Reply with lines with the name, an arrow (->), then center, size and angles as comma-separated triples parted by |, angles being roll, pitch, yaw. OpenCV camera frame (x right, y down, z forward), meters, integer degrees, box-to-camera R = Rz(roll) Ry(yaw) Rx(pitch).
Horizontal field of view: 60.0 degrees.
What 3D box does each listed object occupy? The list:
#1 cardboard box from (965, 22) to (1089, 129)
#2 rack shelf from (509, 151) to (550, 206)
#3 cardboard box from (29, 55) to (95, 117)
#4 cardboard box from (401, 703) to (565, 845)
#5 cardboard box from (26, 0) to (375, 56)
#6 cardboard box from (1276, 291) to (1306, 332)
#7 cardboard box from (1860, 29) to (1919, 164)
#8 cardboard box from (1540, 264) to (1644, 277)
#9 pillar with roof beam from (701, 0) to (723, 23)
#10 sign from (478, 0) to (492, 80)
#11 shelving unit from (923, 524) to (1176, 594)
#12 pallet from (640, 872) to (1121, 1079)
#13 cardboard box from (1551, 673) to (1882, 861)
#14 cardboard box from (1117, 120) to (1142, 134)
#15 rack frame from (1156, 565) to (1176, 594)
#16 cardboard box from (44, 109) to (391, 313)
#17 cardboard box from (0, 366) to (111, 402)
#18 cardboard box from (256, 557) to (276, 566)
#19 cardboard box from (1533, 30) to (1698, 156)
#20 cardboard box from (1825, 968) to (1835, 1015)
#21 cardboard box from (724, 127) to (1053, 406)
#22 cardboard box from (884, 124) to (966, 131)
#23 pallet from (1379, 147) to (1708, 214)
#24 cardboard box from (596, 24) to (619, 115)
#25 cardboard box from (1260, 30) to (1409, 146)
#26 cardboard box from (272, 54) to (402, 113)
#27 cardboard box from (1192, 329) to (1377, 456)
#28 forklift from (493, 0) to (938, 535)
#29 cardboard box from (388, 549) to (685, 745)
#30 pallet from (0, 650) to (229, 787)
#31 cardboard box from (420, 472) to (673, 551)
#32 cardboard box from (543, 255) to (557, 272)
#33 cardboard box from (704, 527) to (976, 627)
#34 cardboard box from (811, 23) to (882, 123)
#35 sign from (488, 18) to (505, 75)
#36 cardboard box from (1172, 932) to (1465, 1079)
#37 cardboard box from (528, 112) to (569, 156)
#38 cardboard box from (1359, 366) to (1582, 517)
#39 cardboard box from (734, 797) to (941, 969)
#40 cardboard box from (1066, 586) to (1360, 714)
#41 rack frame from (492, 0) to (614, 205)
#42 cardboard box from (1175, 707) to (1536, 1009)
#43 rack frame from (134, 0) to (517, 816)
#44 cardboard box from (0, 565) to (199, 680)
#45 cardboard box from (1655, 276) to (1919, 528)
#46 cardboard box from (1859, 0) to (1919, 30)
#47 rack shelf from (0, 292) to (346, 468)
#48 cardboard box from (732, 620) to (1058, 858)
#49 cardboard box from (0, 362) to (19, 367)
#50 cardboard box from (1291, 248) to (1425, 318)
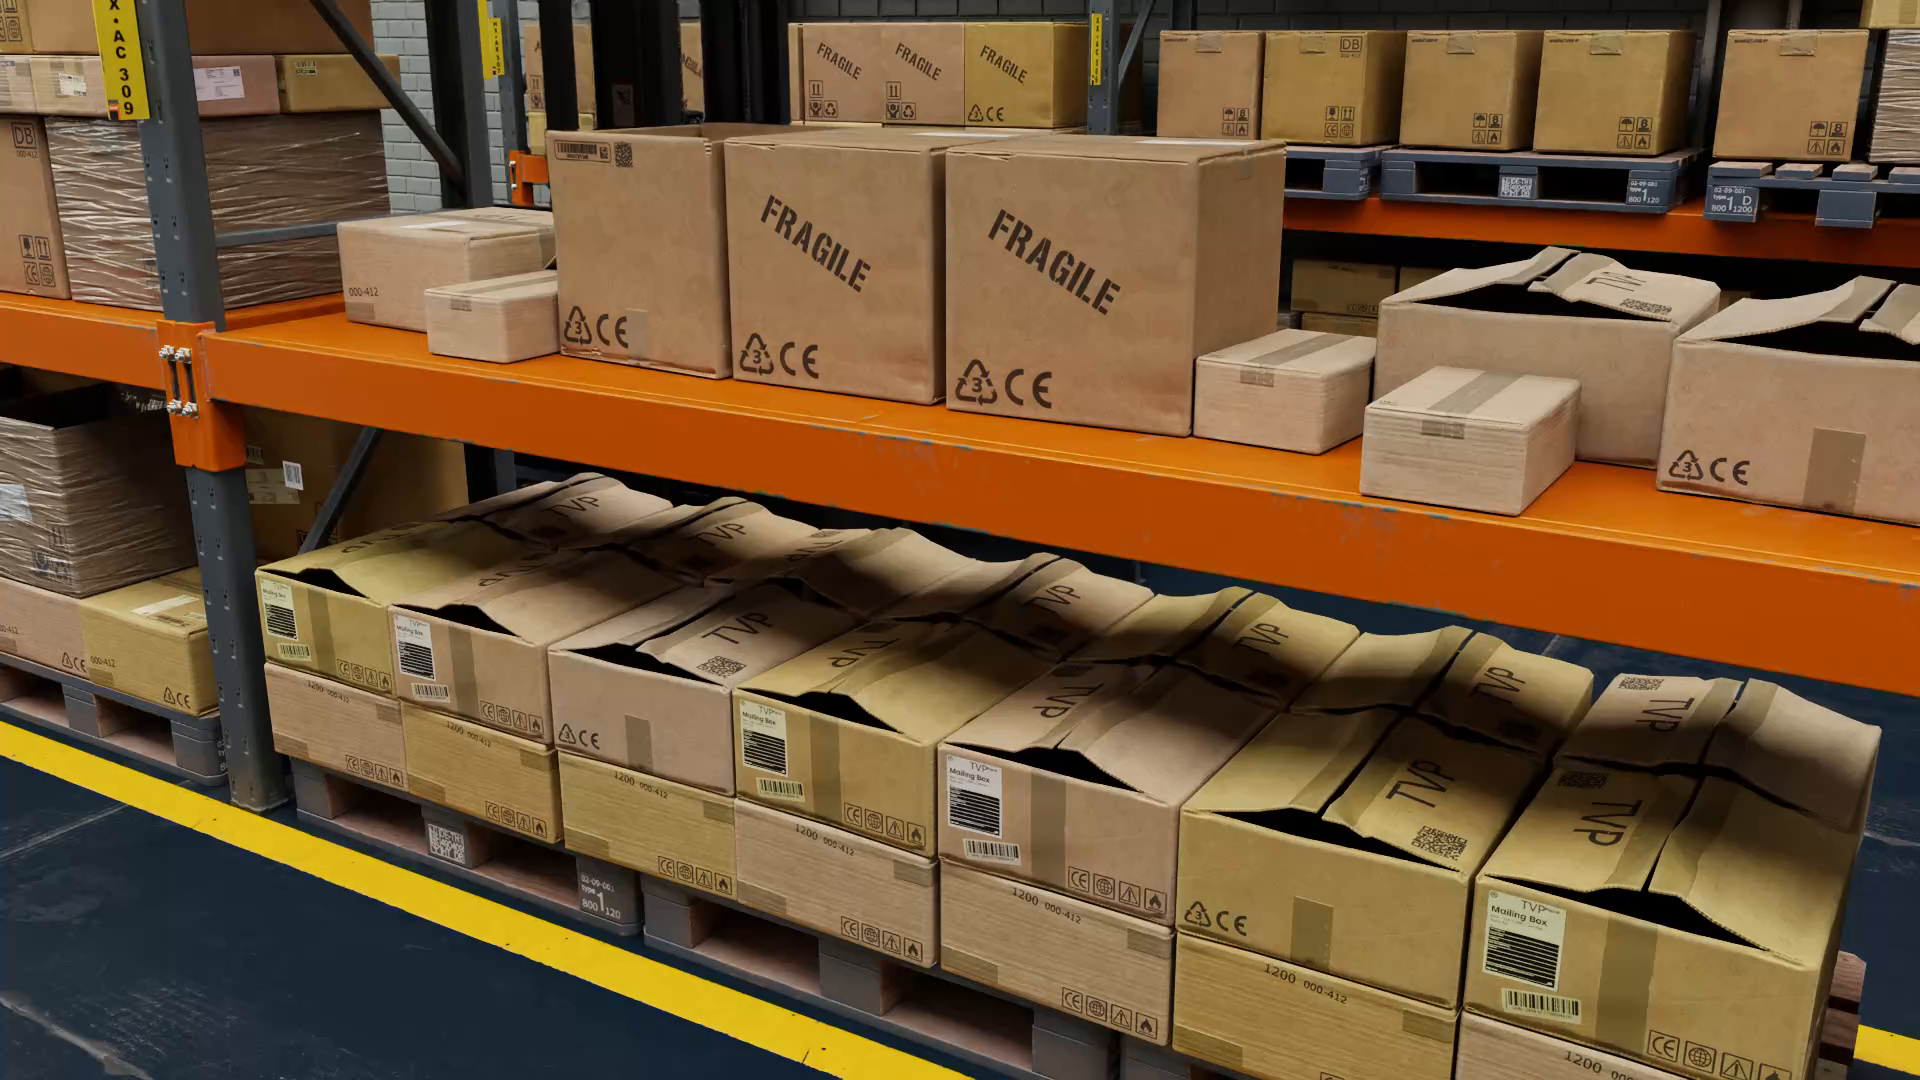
cardboard box -> 0.363, -2.348, 8.385 | 0.500, 0.500, 0.500 | 10, 20, 30
rack shelf -> -0.776, -2.016, 9.596 | 4.000, 0.370, 1.077 | 10, 20, 30
cardboard box -> -2.215, -1.214, 4.428 | 0.250, 0.149, 0.380 | 10, 19, 29
cardboard box -> -1.012, 0.486, 4.127 | 0.500, 0.250, 0.500 | 11, 20, 31
cardboard box -> -2.043, -1.564, 4.464 | 0.500, 0.500, 0.700 | 10, 20, 30
cardboard box -> 1.564, -0.963, 8.435 | 0.500, 0.500, 0.700 | 11, 20, 32
cardboard box -> 3.931, -1.775, 6.636 | 0.500, 0.500, 0.700 | 8, 18, 24
cardboard box -> 2.802, -1.097, 7.586 | 0.500, 0.250, 0.500 | 10, 20, 30
pillar with roof beam -> -3.684, -4.577, 6.466 | 0.400, 9.000, 9.100 | 10, 20, 30
sign -> -1.386, -1.481, 4.740 | 0.005, 0.325, 0.100 | 10, 20, 30
shelving unit -> 0.430, -0.652, 6.448 | 1.048, 1.500, 0.538 | 9, 19, 28
pallet -> 0.031, 0.793, 3.908 | 1.213, 0.211, 1.003 | 10, 20, 30
cardboard box -> 1.455, 0.473, 3.205 | 0.500, 0.311, 0.500 | 11, 20, 32
cardboard box -> 0.640, -2.119, 8.919 | 0.500, 0.250, 0.500 | 10, 20, 31
rack frame -> 0.872, -0.580, 6.209 | 0.032, 1.500, 0.500 | 9, 19, 28
cardboard box -> -2.043, -0.943, 4.652 | 0.500, 0.500, 0.700 | 10, 19, 29
cardboard box -> -3.019, -0.244, 5.240 | 0.500, 0.500, 0.500 | 10, 20, 30
cardboard box -> -1.898, 0.140, 5.268 | 0.500, 0.250, 0.500 | 10, 20, 30
cardboard box -> 2.857, -1.959, 7.242 | 0.500, 0.500, 0.700 | 10, 20, 30
cardboard box -> 1.455, 0.742, 3.287 | 0.500, 0.250, 0.500 | 10, 20, 30
cardboard box -> -0.140, -0.600, 3.523 | 0.500, 0.500, 0.500 | 10, 20, 30
cardboard box -> -0.054, -2.069, 8.756 | 0.500, 0.250, 0.500 | 10, 20, 30
pallet -> 2.628, -1.647, 7.473 | 1.213, 0.211, 1.003 | 10, 20, 30
cardboard box -> -1.815, -2.737, 9.664 | 0.500, 0.500, 0.500 | 10, 20, 30
cardboard box -> 1.816, -2.142, 7.844 | 0.500, 0.500, 0.700 | 13, 21, 36
cardboard box -> -1.789, -1.276, 4.633 | 0.250, 0.149, 0.380 | 10, 20, 30
cardboard box -> 0.631, -0.280, 3.076 | 0.250, 0.149, 0.380 | 12, 21, 34
forklift -> -1.433, -1.592, 7.081 | 3.031, 2.935, 1.130 | 9, 19, 28
cardboard box -> -1.016, 0.219, 4.042 | 0.500, 0.311, 0.500 | 10, 19, 29
pallet -> -2.317, 0.374, 5.287 | 1.213, 0.211, 1.003 | 10, 20, 30
cardboard box -> -1.166, 0.008, 4.738 | 0.500, 0.311, 0.500 | 10, 20, 30
cardboard box -> -0.816, -0.676, 4.179 | 0.258, 0.266, 0.396 | 10, 19, 29
cardboard box -> -0.296, 0.162, 4.230 | 0.500, 0.311, 0.500 | 10, 20, 30
cardboard box -> -0.488, -2.502, 8.891 | 0.500, 0.500, 0.500 | 9, 19, 28
sign -> -2.764, -2.945, 9.925 | 0.005, 0.325, 0.100 | 10, 20, 30
cardboard box -> 0.730, 0.797, 3.105 | 0.500, 0.250, 0.500 | 10, 19, 29
cardboard box -> -2.231, -2.450, 10.009 | 0.500, 0.250, 0.500 | 9, 19, 28
cardboard box -> 0.836, -0.169, 2.708 | 0.250, 0.149, 0.380 | 10, 20, 30
cardboard box -> -0.137, 0.642, 3.615 | 0.500, 0.250, 0.500 | 11, 20, 31
cardboard box -> 0.569, 0.317, 3.719 | 0.500, 0.311, 0.500 | 10, 19, 29
rack frame -> -2.480, -2.665, 10.493 | 0.127, 3.000, 1.000 | 10, 20, 30
cardboard box -> 0.726, 0.530, 3.020 | 0.500, 0.311, 0.500 | 10, 19, 29
rack frame -> -1.661, -0.829, 4.450 | 0.127, 3.000, 1.000 | 10, 20, 30
cardboard box -> -2.592, 0.191, 5.101 | 0.500, 0.250, 0.500 | 10, 20, 30
cardboard box -> 1.460, -0.244, 2.677 | 0.500, 0.311, 0.500 | 12, 20, 33
cardboard box -> 3.745, -2.107, 6.612 | 0.250, 0.149, 0.380 | 7, 18, 21
rack shelf -> -3.366, -0.789, 5.556 | 4.000, 0.370, 1.077 | 10, 20, 30
cardboard box -> -0.129, 0.375, 3.528 | 0.500, 0.311, 0.500 | 11, 20, 32
cardboard box -> -3.172, -0.449, 5.916 | 0.500, 0.500, 0.500 | 10, 20, 30
cardboard box -> 1.941, -1.256, 8.108 | 0.500, 0.250, 0.500 | 10, 19, 29
